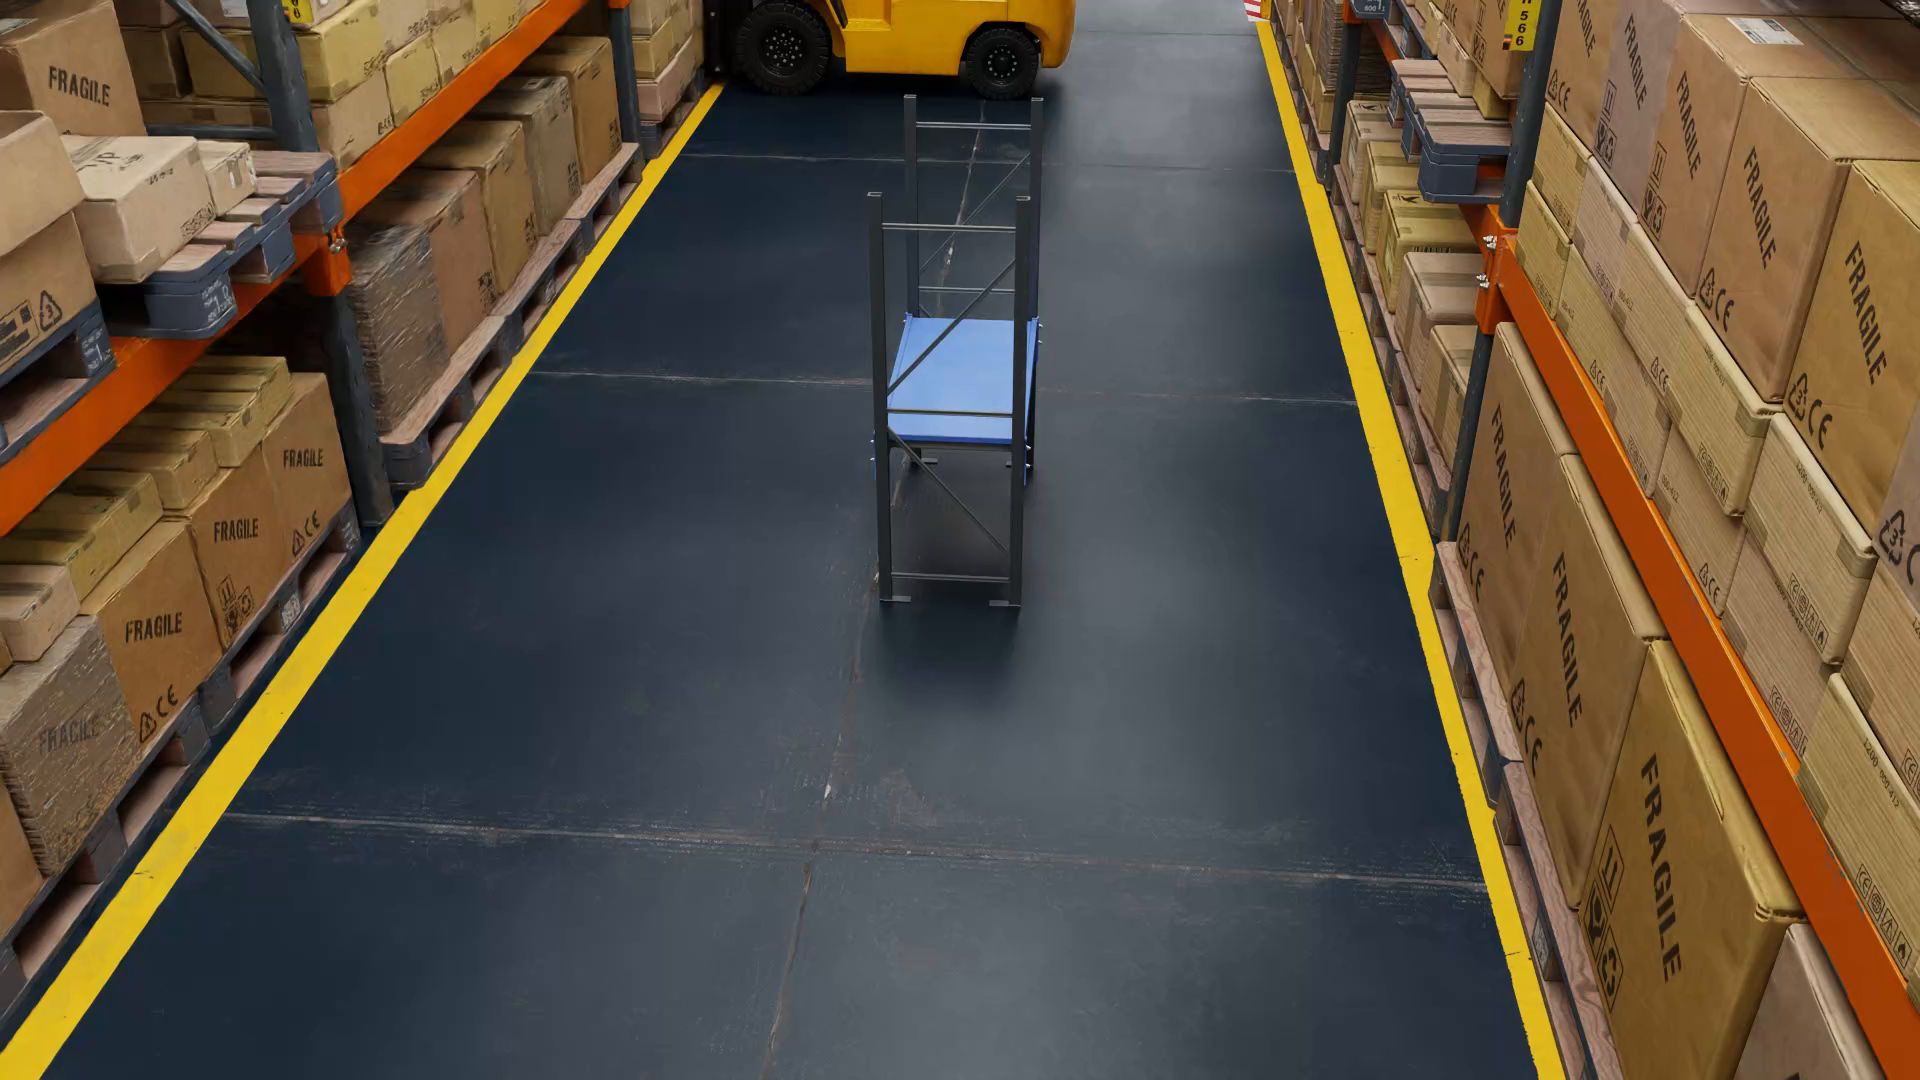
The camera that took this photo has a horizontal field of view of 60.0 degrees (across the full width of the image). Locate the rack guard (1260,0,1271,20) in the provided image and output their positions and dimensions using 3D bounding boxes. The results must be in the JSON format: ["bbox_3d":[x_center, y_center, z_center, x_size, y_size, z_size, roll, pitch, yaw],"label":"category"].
[{"bbox_3d":[2.905,-4.248,12.666,1.175,0.500,0.348,2,32,4],"label":"rack guard"}]

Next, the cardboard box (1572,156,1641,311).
[{"bbox_3d":[1.929,-0.793,4.344,0.500,0.250,0.500,3,32,5],"label":"cardboard box"}]

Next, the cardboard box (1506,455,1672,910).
[{"bbox_3d":[2.044,0.381,4.398,0.875,0.875,0.875,3,32,5],"label":"cardboard box"}]

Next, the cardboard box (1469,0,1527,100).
[{"bbox_3d":[2.020,-1.766,5.478,0.500,0.500,0.500,2,32,3],"label":"cardboard box"}]

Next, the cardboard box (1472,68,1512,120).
[{"bbox_3d":[2.002,-1.565,5.770,0.380,0.149,0.250,3,32,5],"label":"cardboard box"}]

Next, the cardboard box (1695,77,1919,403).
[{"bbox_3d":[1.843,-0.596,3.310,0.500,0.500,0.500,3,32,5],"label":"cardboard box"}]

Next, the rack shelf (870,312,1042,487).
[{"bbox_3d":[0.007,-0.530,6.023,0.538,0.185,1.000,2,32,4],"label":"rack shelf"}]

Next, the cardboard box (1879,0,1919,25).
[{"bbox_3d":[2.445,-1.087,4.106,0.500,0.500,0.500,3,32,5],"label":"cardboard box"}]

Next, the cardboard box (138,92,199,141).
[{"bbox_3d":[-2.906,-1.561,6.066,0.500,0.250,0.500,2,32,3],"label":"cardboard box"}]

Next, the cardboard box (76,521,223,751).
[{"bbox_3d":[-2.599,0.272,4.932,0.500,0.500,0.500,4,32,6],"label":"cardboard box"}]

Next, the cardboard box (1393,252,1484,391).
[{"bbox_3d":[2.368,-0.910,6.972,0.950,0.372,0.625,2,32,3],"label":"cardboard box"}]

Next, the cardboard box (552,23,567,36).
[{"bbox_3d":[-2.515,-3.170,9.802,0.500,0.250,0.500,3,32,5],"label":"cardboard box"}]

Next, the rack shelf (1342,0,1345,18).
[{"bbox_3d":[2.749,-4.000,10.567,1.077,0.370,4.000,2,32,4],"label":"rack shelf"}]

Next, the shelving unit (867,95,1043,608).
[{"bbox_3d":[0.007,-0.683,5.929,0.538,1.500,1.048,2,32,4],"label":"shelving unit"}]

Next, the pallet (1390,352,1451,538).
[{"bbox_3d":[2.325,-0.390,6.682,1.003,0.211,1.213,2,32,4],"label":"pallet"}]

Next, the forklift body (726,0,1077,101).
[{"bbox_3d":[-0.372,-4.131,10.903,2.313,2.155,1.214,2,32,4],"label":"forklift body"}]

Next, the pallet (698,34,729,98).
[{"bbox_3d":[-2.159,-3.337,11.463,1.003,0.211,1.213,2,32,4],"label":"pallet"}]

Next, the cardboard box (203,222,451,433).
[{"bbox_3d":[-2.623,-0.872,6.669,0.875,0.625,0.625,3,32,6],"label":"cardboard box"}]

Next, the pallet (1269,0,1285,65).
[{"bbox_3d":[2.804,-3.702,12.055,1.003,0.211,1.213,2,32,4],"label":"pallet"}]

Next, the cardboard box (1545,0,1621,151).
[{"bbox_3d":[1.976,-1.389,4.597,0.500,0.500,0.500,1,32,2],"label":"cardboard box"}]

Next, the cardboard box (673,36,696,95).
[{"bbox_3d":[-1.966,-2.983,10.453,0.500,0.250,0.500,2,32,3],"label":"cardboard box"}]

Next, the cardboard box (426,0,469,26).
[{"bbox_3d":[-2.305,-2.284,6.763,0.500,0.250,0.500,2,32,3],"label":"cardboard box"}]

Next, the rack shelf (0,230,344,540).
[{"bbox_3d":[-2.850,-0.027,4.120,1.077,0.370,4.000,2,32,4],"label":"rack shelf"}]

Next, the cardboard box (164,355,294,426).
[{"bbox_3d":[-2.475,-0.500,5.567,0.380,0.149,0.250,1,32,2],"label":"cardboard box"}]

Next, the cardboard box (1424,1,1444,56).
[{"bbox_3d":[2.015,-1.975,6.434,0.380,0.149,0.250,3,32,5],"label":"cardboard box"}]

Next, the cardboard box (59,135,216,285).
[{"bbox_3d":[-2.451,-0.928,4.640,0.500,0.250,0.500,1,32,2],"label":"cardboard box"}]

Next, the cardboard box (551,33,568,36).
[{"bbox_3d":[-2.526,-2.955,9.929,0.500,0.250,0.500,2,32,3],"label":"cardboard box"}]

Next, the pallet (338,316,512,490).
[{"bbox_3d":[-2.582,-0.620,7.055,1.003,0.211,1.213,2,32,4],"label":"pallet"}]

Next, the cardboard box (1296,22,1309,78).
[{"bbox_3d":[2.445,-3.134,10.696,0.500,0.250,0.500,3,32,5],"label":"cardboard box"}]

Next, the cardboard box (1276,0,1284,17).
[{"bbox_3d":[2.570,-3.950,12.021,0.500,0.250,0.500,2,32,4],"label":"cardboard box"}]

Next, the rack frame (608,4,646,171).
[{"bbox_3d":[-2.362,-3.470,9.022,1.000,3.000,0.127,2,32,4],"label":"rack frame"}]

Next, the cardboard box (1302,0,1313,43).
[{"bbox_3d":[2.446,-3.441,10.481,0.500,0.500,0.500,4,32,7],"label":"cardboard box"}]

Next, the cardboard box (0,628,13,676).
[{"bbox_3d":[-2.682,0.318,4.239,0.380,0.149,0.250,3,32,4],"label":"cardboard box"}]

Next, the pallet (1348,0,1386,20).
[{"bbox_3d":[2.378,-2.785,8.093,1.003,0.211,1.213,2,32,4],"label":"pallet"}]

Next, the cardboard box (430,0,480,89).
[{"bbox_3d":[-2.327,-2.069,6.891,0.500,0.250,0.500,1,32,2],"label":"cardboard box"}]

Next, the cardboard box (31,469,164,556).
[{"bbox_3d":[-2.599,-0.084,4.892,0.380,0.149,0.250,3,32,5],"label":"cardboard box"}]

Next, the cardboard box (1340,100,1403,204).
[{"bbox_3d":[2.545,-2.046,8.815,0.950,0.372,0.625,3,32,5],"label":"cardboard box"}]

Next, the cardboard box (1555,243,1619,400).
[{"bbox_3d":[1.945,-0.590,4.492,0.500,0.250,0.500,2,32,3],"label":"cardboard box"}]

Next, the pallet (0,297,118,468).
[{"bbox_3d":[-2.841,-0.280,4.028,1.003,0.211,1.213,2,32,4],"label":"pallet"}]

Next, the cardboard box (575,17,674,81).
[{"bbox_3d":[-2.015,-2.931,9.891,0.500,0.250,0.500,2,32,4],"label":"cardboard box"}]

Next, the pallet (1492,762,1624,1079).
[{"bbox_3d":[2.019,1.064,4.323,1.003,0.211,1.213,2,32,4],"label":"pallet"}]

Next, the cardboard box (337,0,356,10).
[{"bbox_3d":[-2.348,-1.991,5.908,0.380,0.149,0.250,3,32,5],"label":"cardboard box"}]

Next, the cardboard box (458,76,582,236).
[{"bbox_3d":[-2.464,-1.959,8.433,0.875,0.625,0.625,2,32,3],"label":"cardboard box"}]

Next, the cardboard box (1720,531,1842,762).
[{"bbox_3d":[1.822,0.212,3.189,0.500,0.250,0.500,2,32,3],"label":"cardboard box"}]

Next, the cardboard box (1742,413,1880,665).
[{"bbox_3d":[1.797,0.000,3.057,0.500,0.250,0.500,3,32,5],"label":"cardboard box"}]
